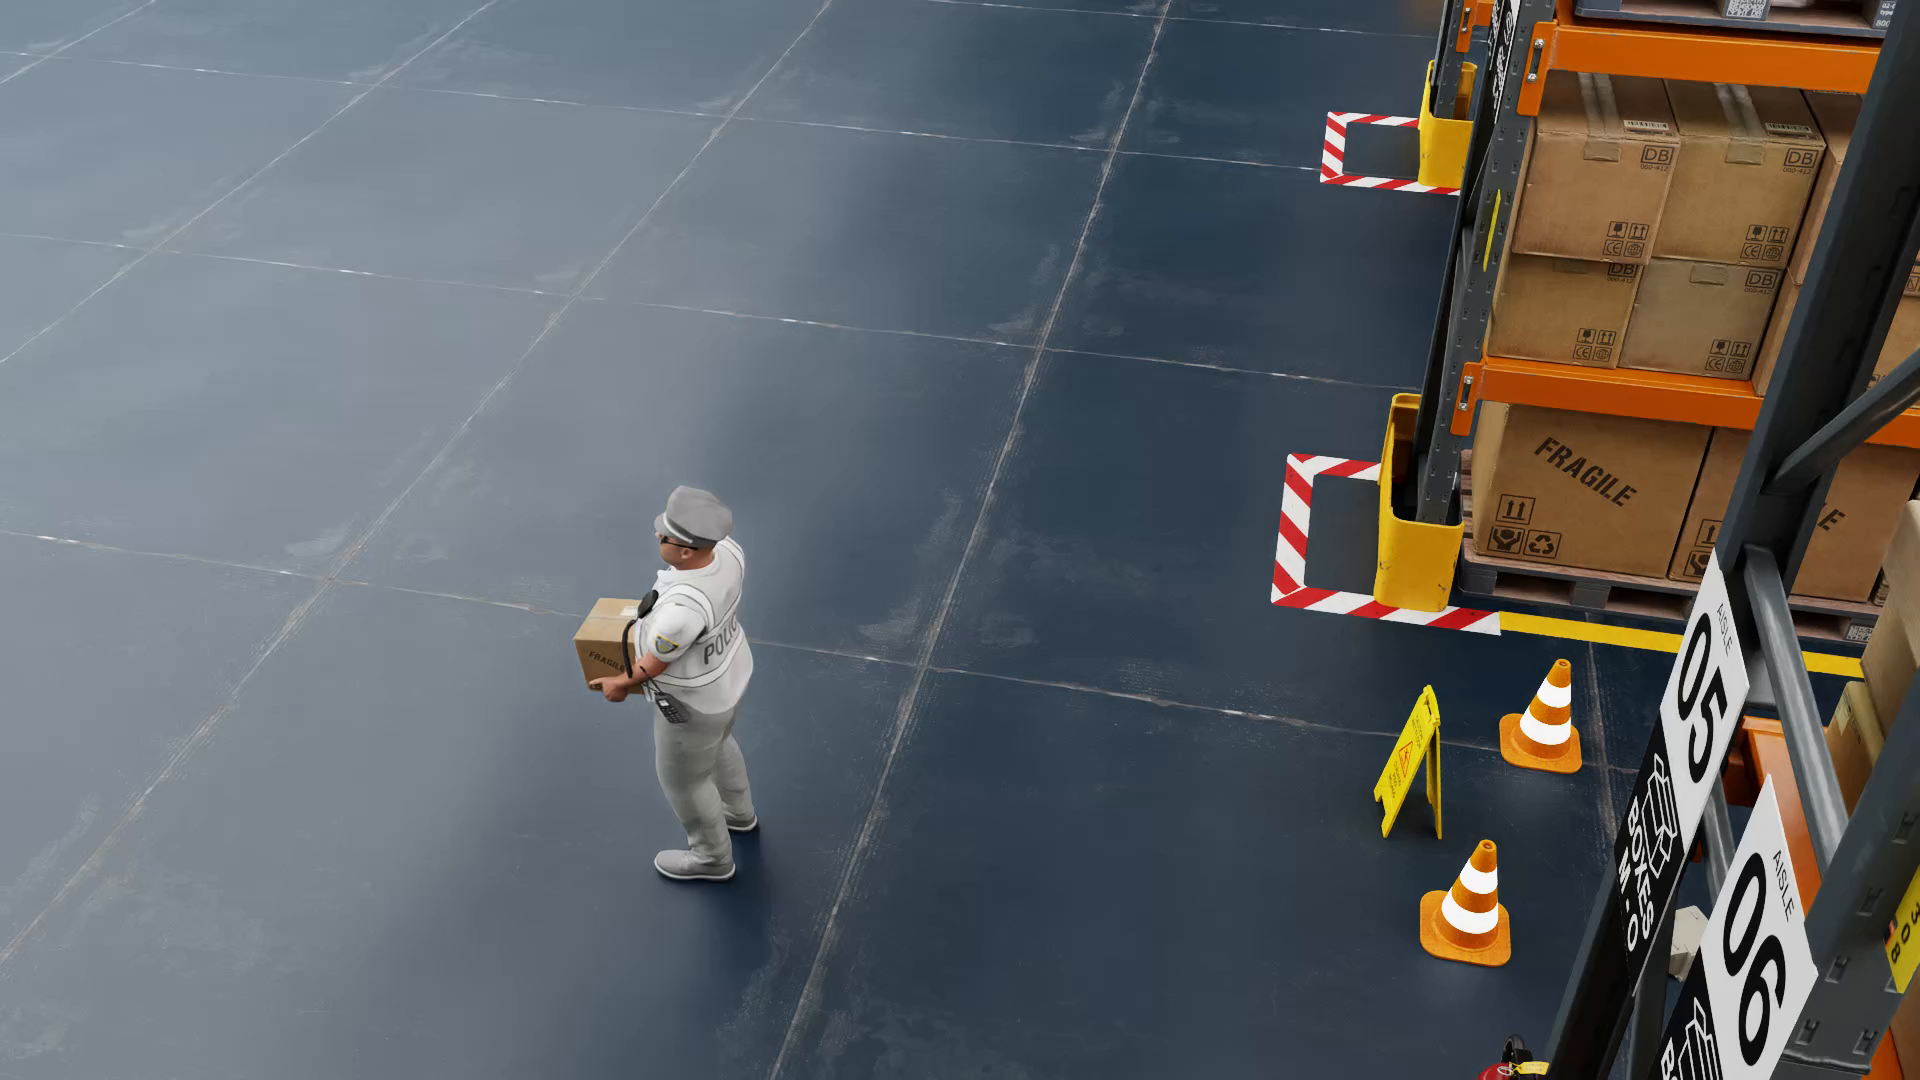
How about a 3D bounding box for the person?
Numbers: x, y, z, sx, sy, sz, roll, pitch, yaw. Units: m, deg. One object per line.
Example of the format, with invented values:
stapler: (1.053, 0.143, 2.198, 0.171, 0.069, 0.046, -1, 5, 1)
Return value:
person: (-1.065, 0.535, 6.216, 0.573, 1.767, 0.493, 8, 37, 10)
